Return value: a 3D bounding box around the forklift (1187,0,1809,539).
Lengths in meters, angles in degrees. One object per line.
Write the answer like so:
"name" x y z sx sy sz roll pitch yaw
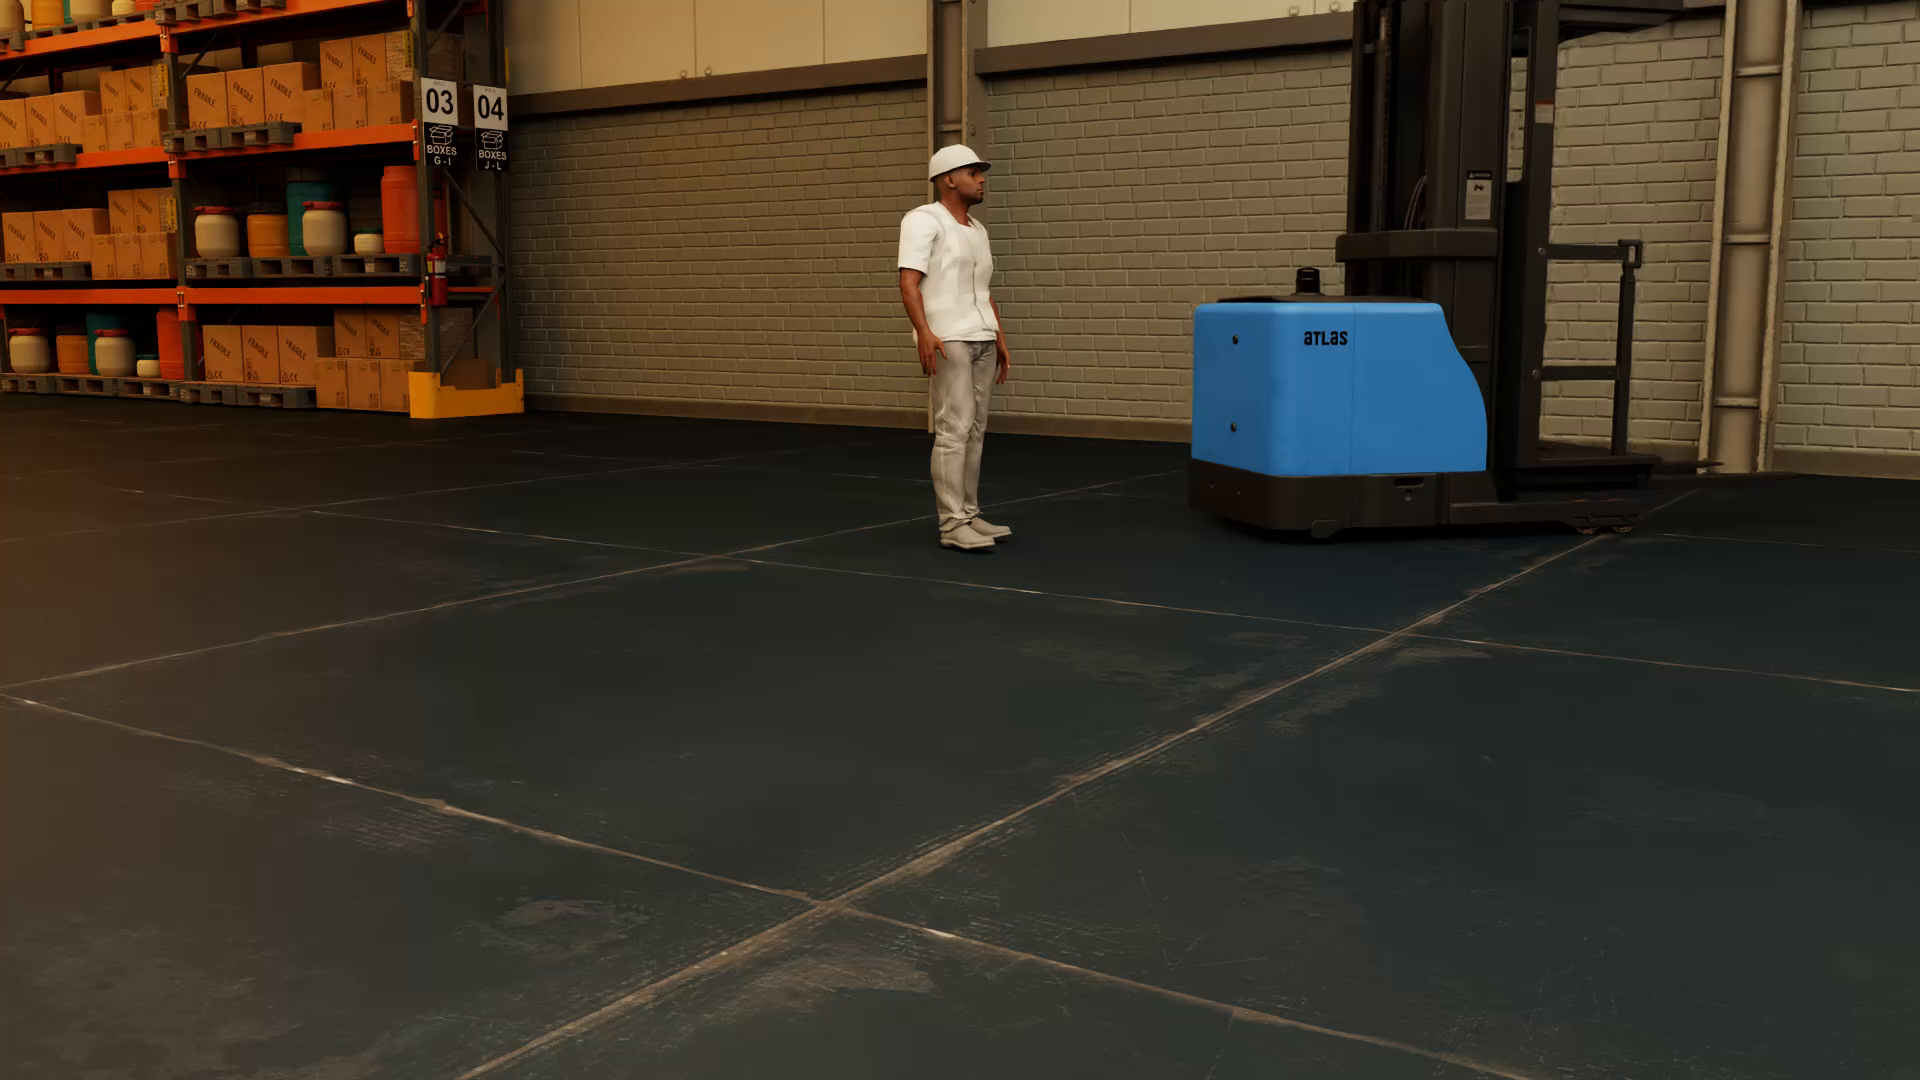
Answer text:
"forklift" 2.710 -1.547 8.069 3.031 2.935 1.130 -2 8 -15

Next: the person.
"person" 0.054 -0.875 7.435 0.577 1.765 0.665 5 10 34
